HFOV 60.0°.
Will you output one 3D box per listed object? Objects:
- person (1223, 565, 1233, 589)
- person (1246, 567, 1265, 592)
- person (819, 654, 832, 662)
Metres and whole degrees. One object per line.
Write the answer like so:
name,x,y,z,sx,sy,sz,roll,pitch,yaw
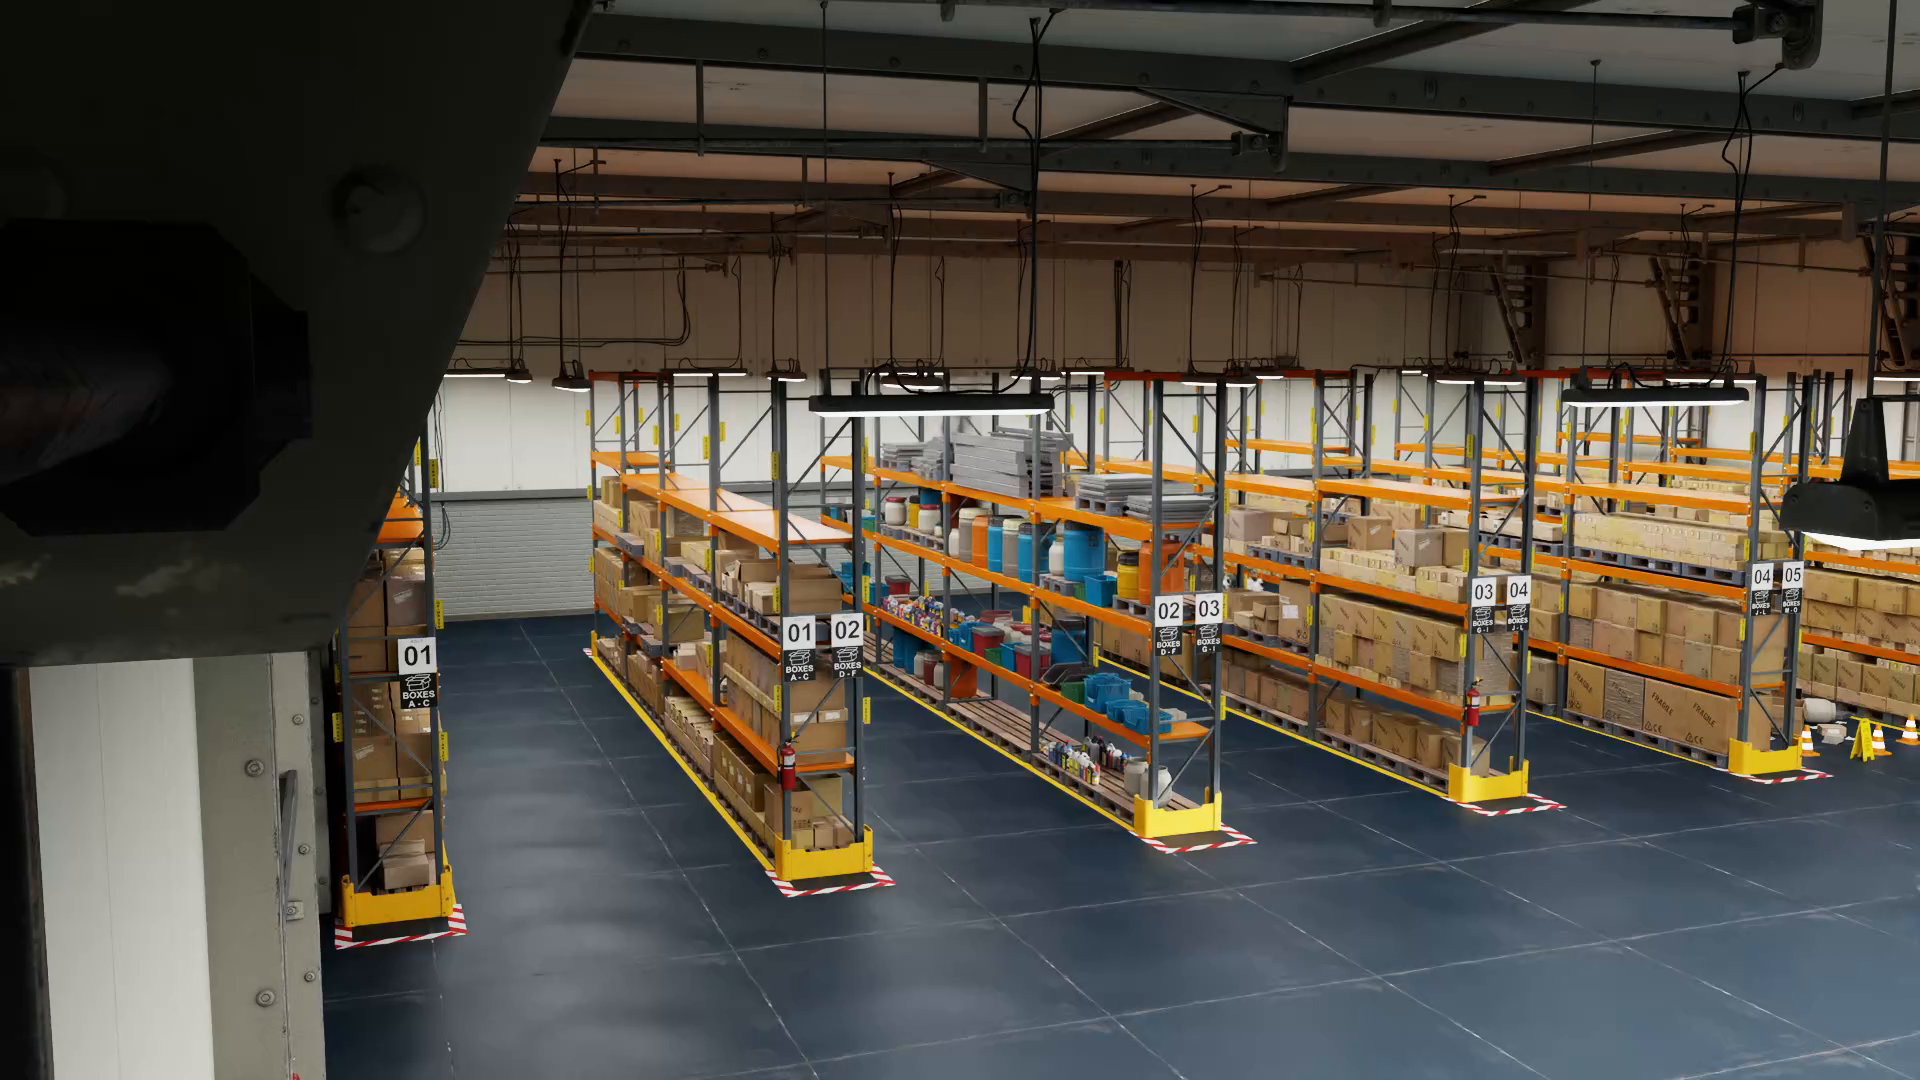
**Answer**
person,5.865,1.363,37.372,0.588,1.625,0.547,-2,7,-17
person,6.412,1.443,36.028,0.640,1.760,0.645,-2,7,-18
person,-2.452,1.928,29.687,0.575,1.634,0.546,-4,7,-29
